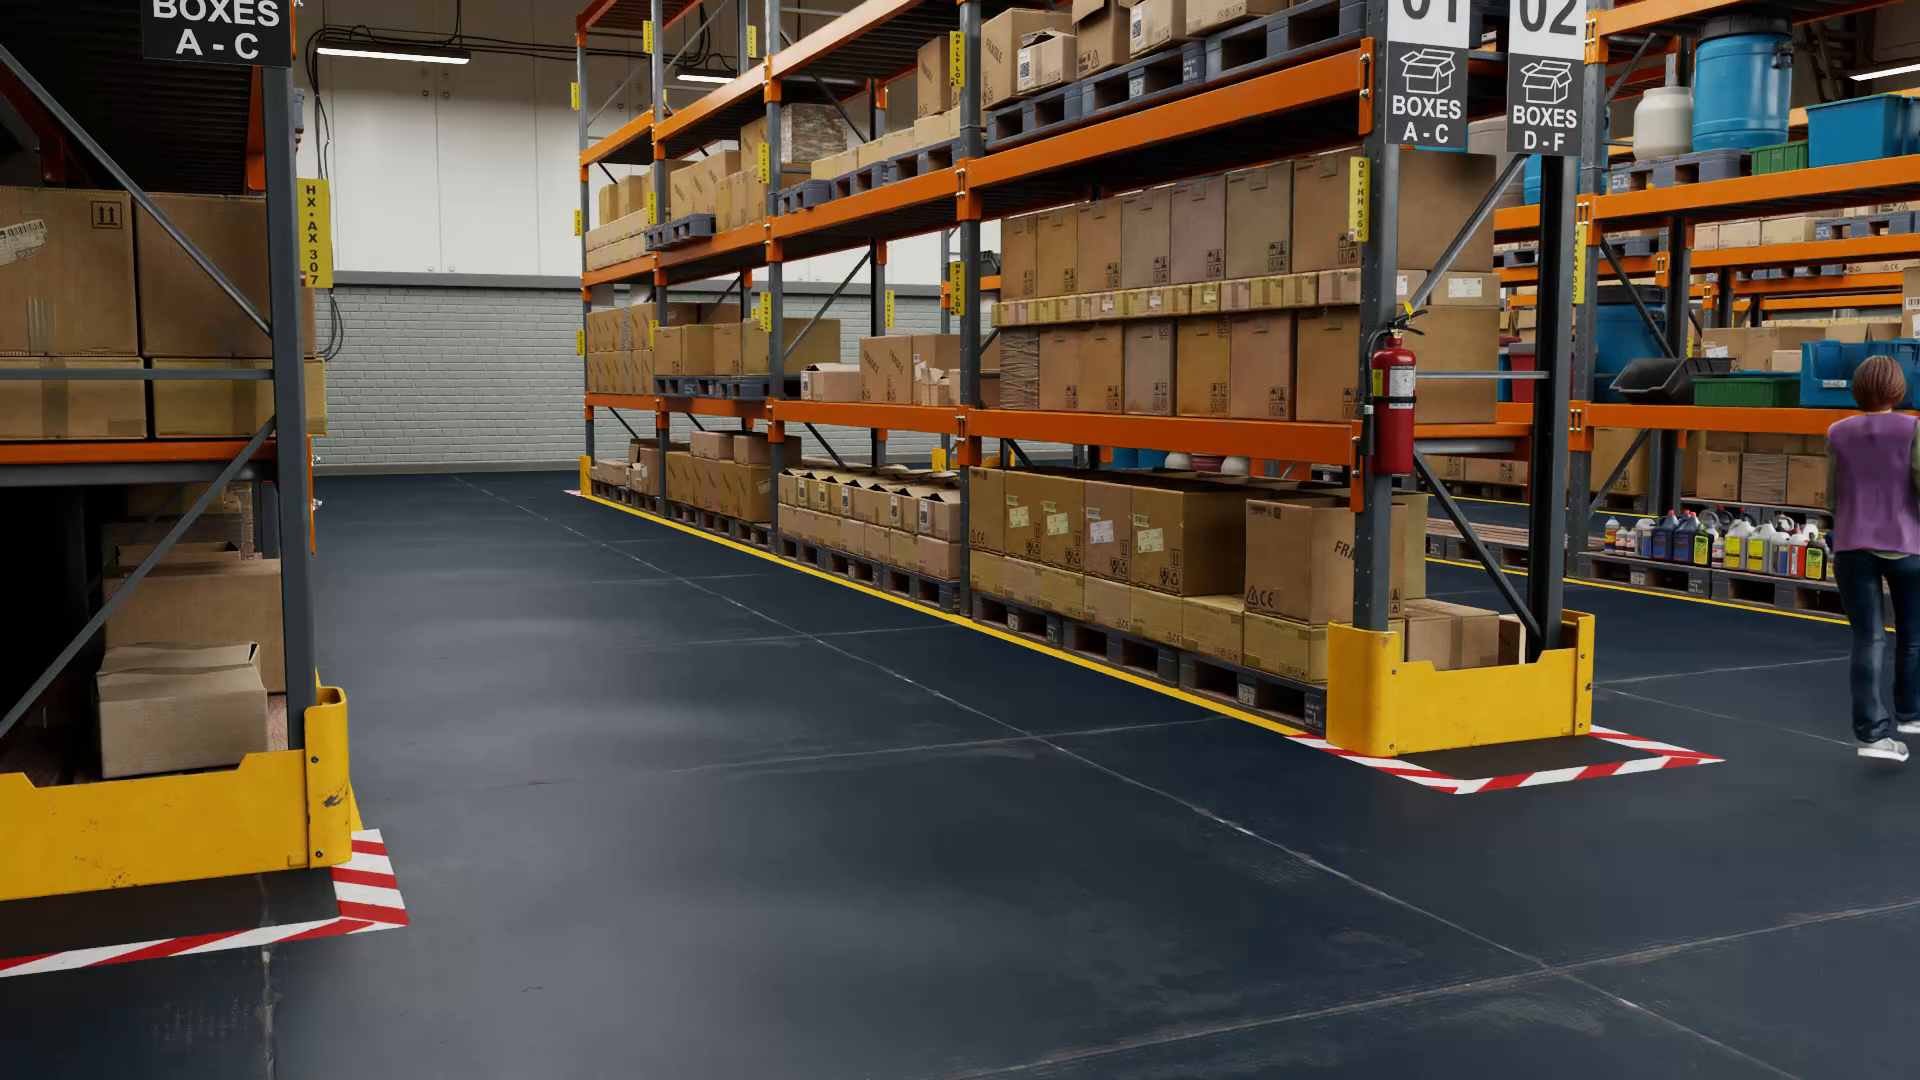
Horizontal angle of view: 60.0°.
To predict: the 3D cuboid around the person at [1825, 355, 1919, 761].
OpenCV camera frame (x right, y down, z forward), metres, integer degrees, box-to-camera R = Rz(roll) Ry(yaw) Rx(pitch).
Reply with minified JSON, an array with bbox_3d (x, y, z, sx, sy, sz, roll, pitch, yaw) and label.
[{"bbox_3d":[3.677,0.054,6.559,0.487,1.557,0.831,4,7,36],"label":"person"}]
